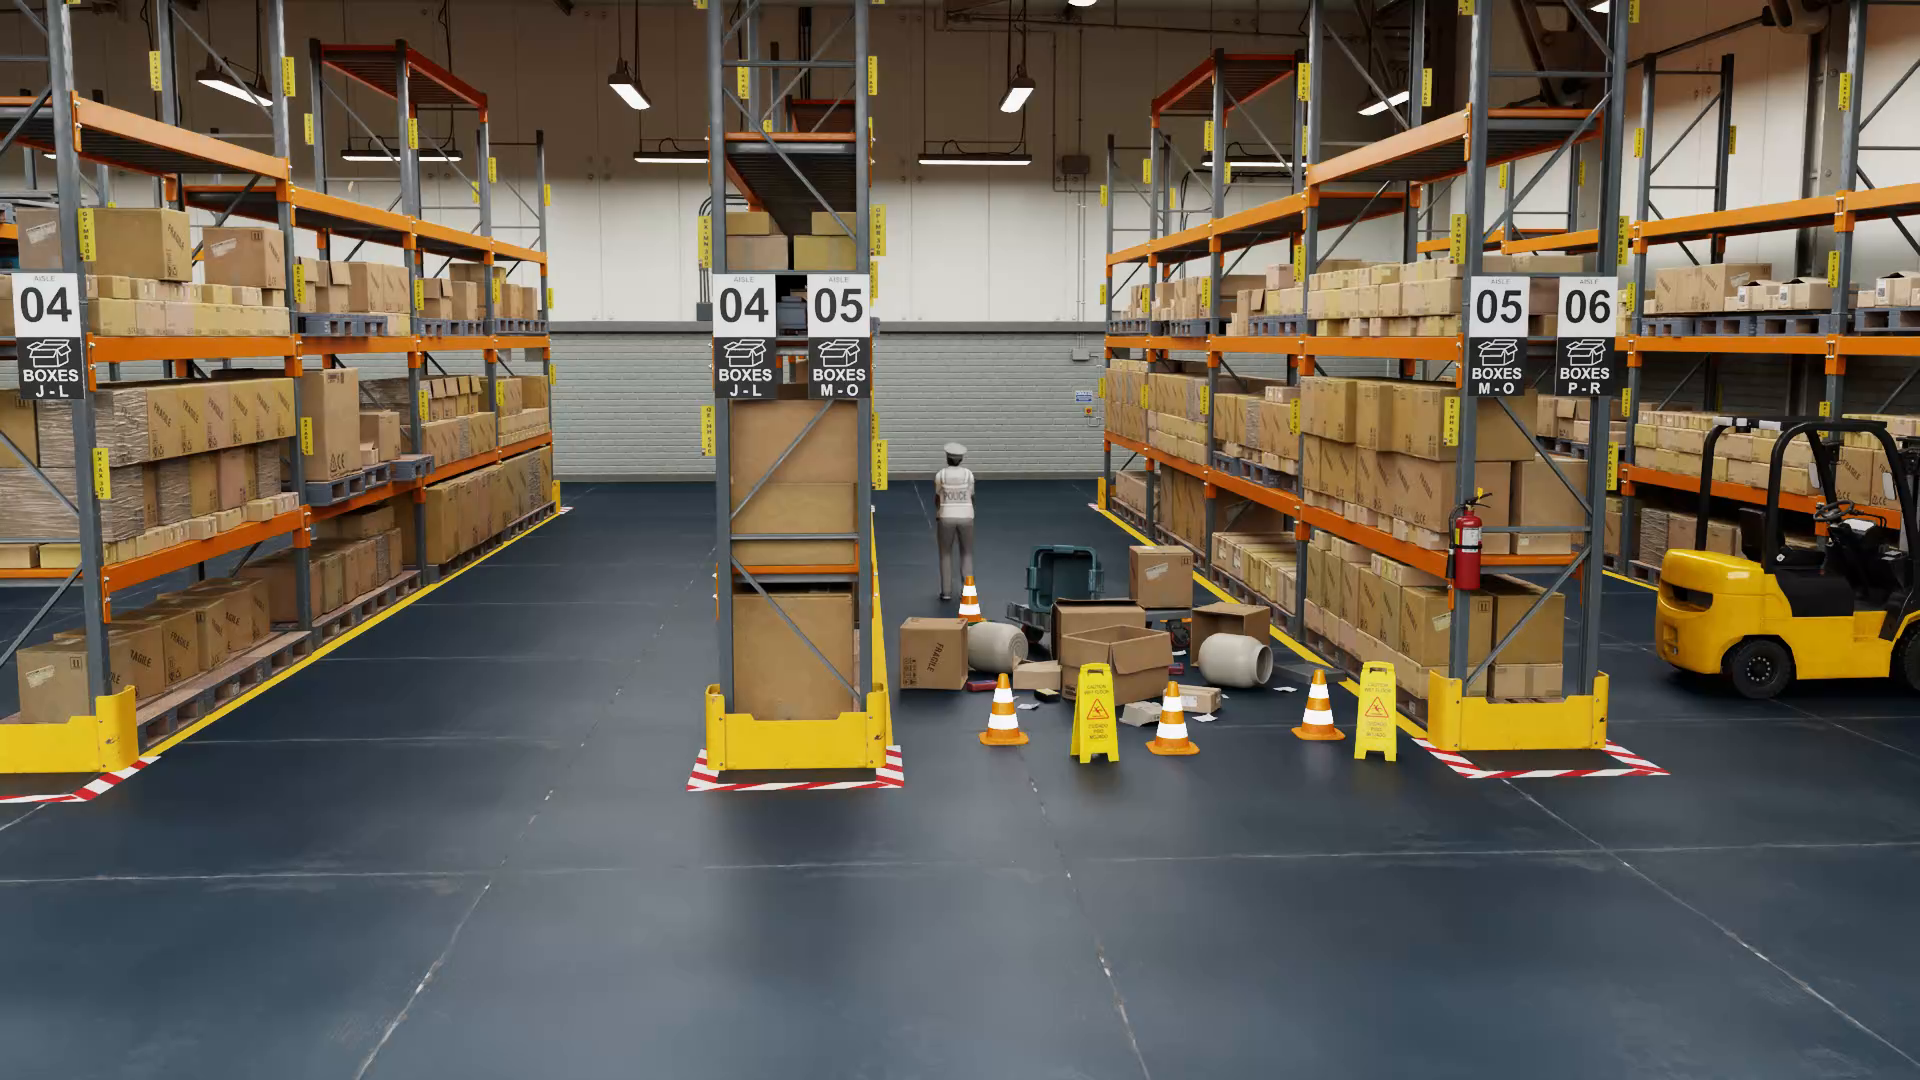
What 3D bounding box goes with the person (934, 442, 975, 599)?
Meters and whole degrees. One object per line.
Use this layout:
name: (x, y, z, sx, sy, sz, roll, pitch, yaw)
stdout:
person: (-0.058, -0.204, 17.837, 0.441, 1.692, 0.513, -1, 7, -5)
